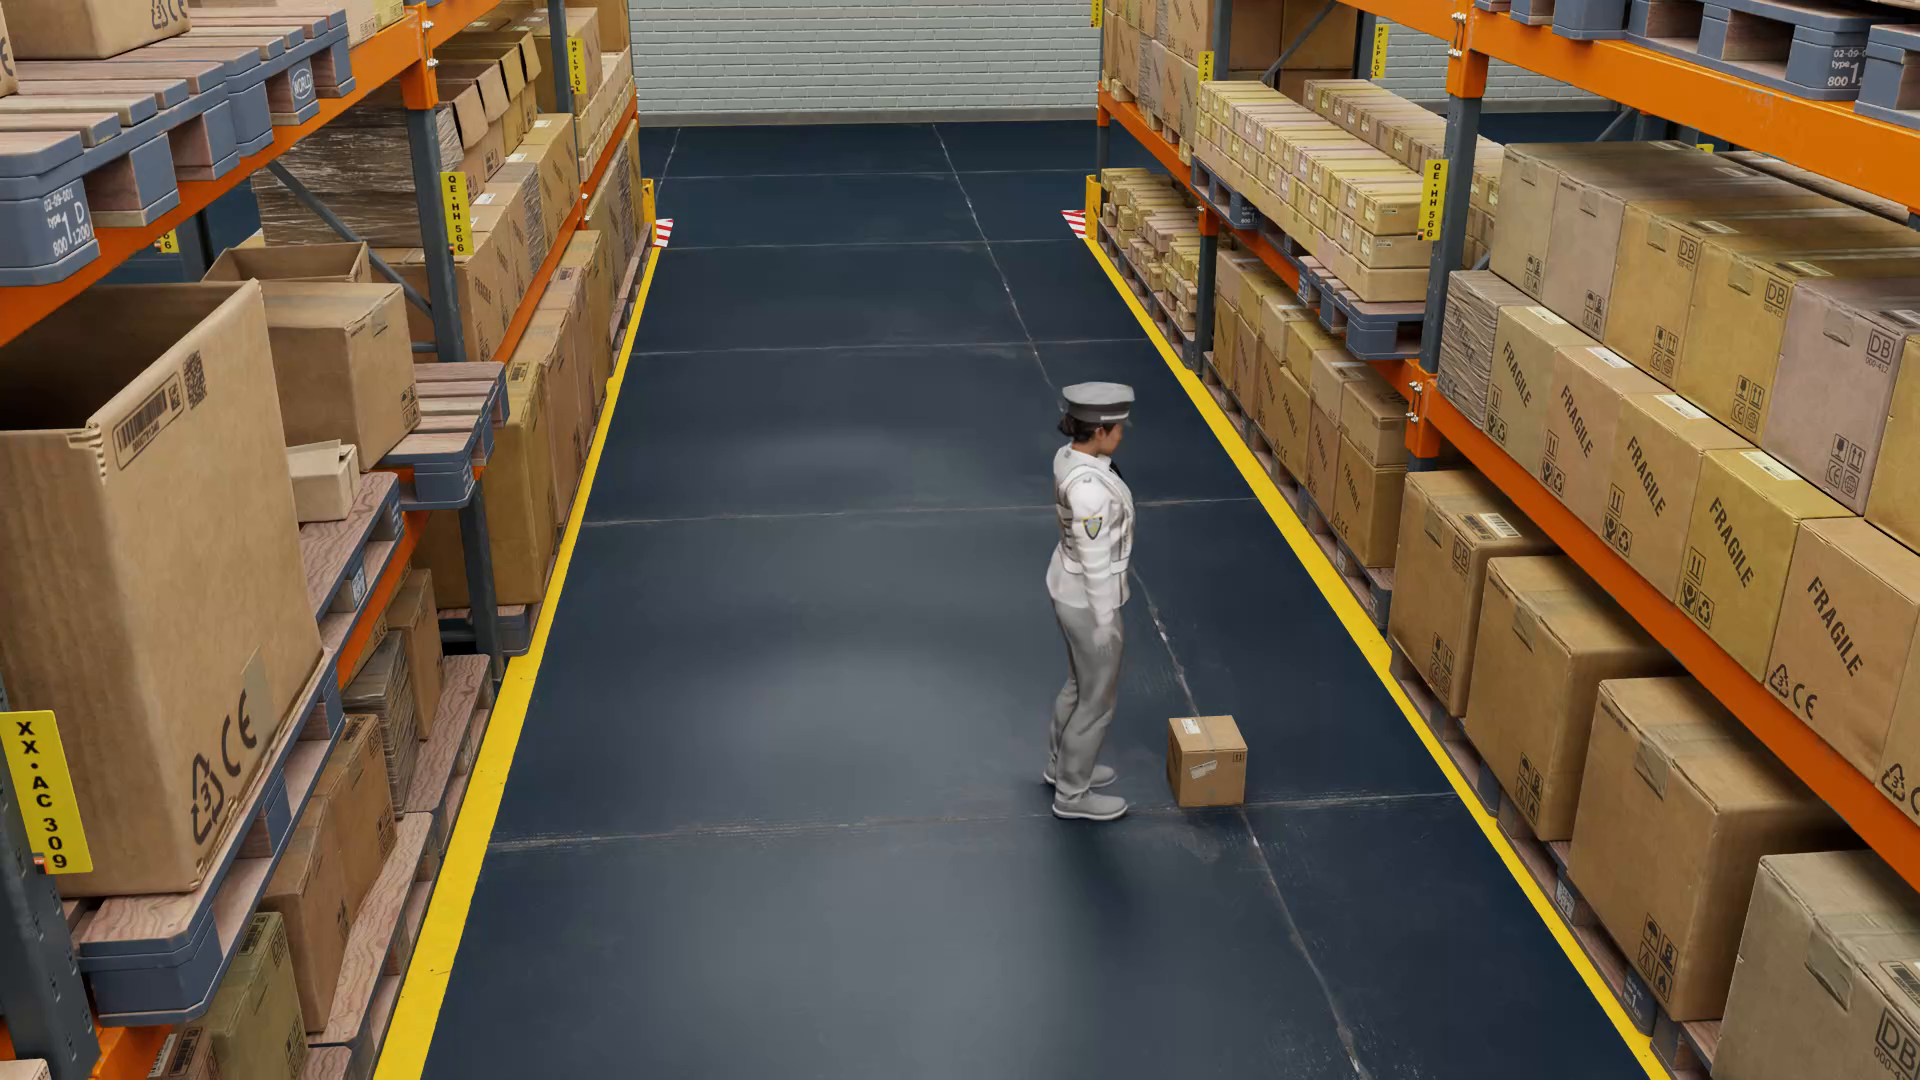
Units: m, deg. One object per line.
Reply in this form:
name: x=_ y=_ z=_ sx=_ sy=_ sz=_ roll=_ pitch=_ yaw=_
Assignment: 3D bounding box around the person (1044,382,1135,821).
person: x=0.480 y=0.225 z=6.104 sx=0.328 sy=1.666 sz=0.470 roll=-2 pitch=24 yaw=-4
